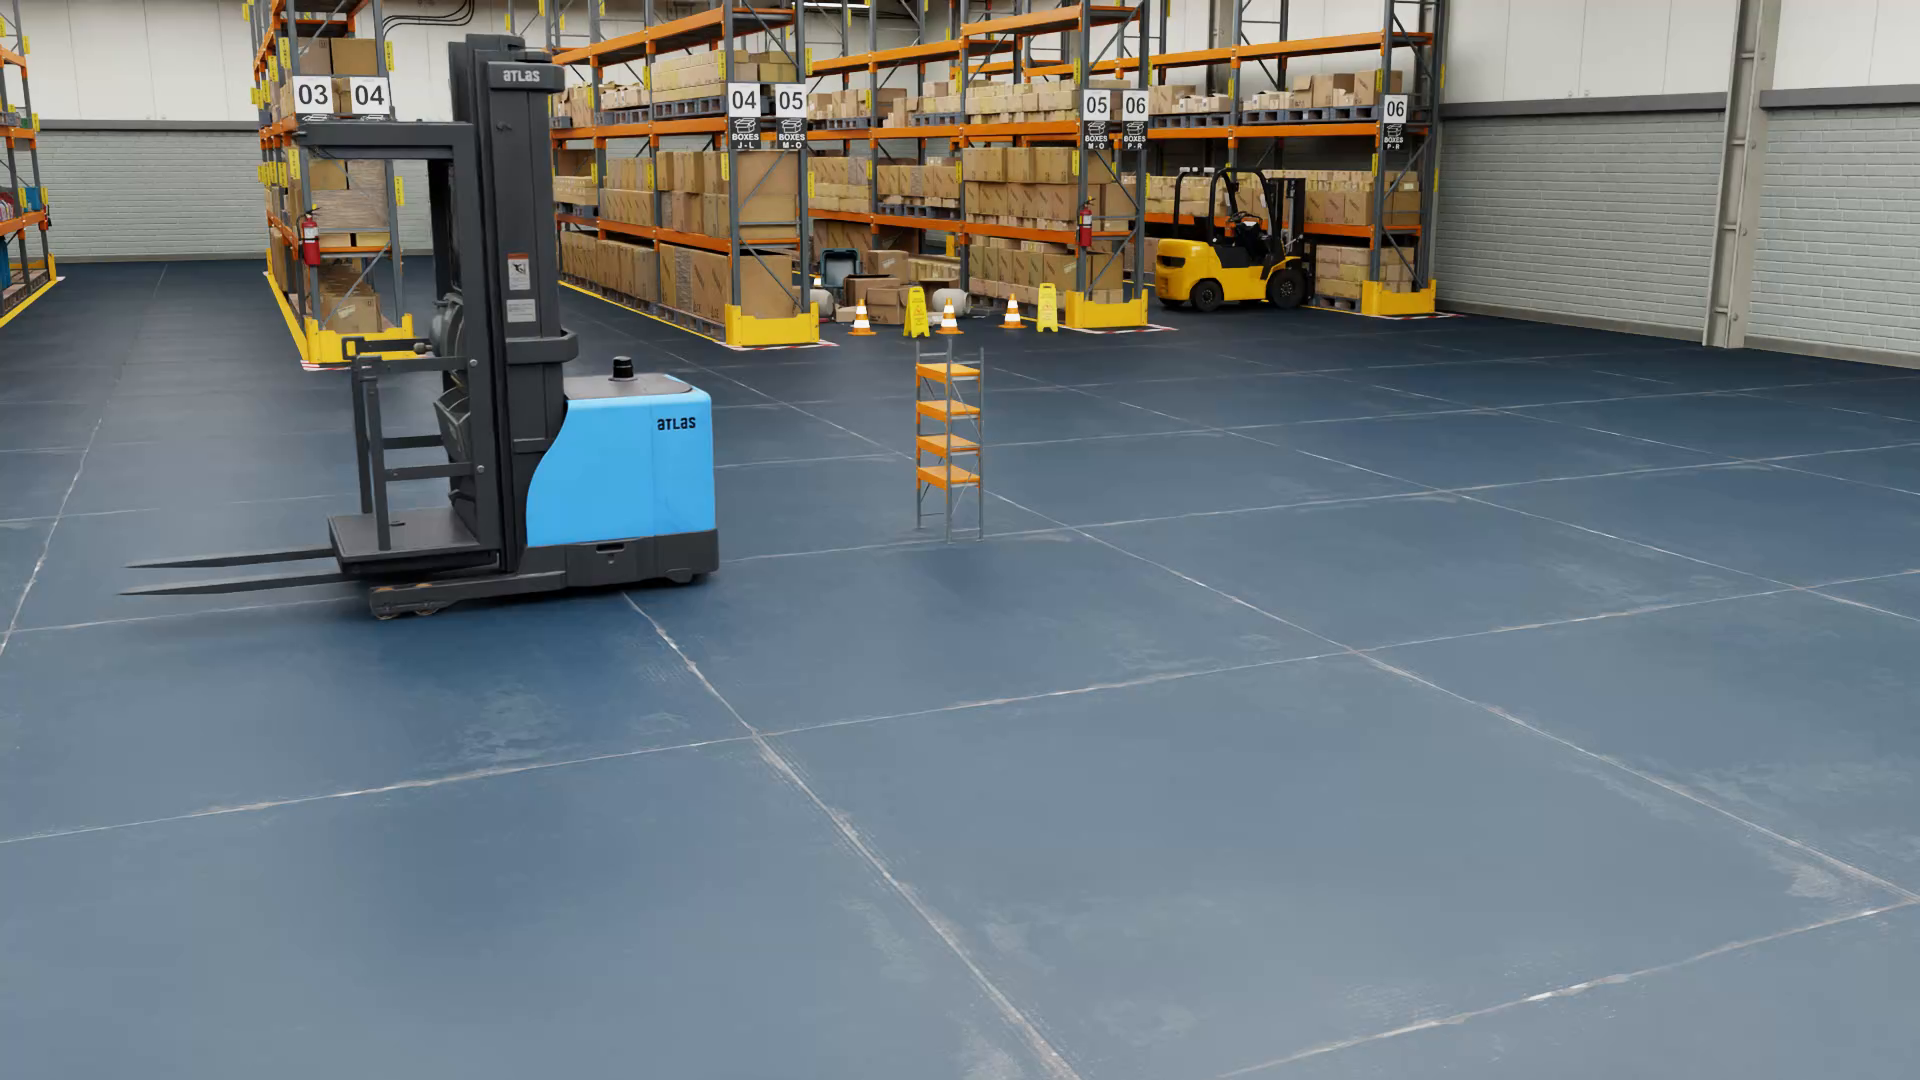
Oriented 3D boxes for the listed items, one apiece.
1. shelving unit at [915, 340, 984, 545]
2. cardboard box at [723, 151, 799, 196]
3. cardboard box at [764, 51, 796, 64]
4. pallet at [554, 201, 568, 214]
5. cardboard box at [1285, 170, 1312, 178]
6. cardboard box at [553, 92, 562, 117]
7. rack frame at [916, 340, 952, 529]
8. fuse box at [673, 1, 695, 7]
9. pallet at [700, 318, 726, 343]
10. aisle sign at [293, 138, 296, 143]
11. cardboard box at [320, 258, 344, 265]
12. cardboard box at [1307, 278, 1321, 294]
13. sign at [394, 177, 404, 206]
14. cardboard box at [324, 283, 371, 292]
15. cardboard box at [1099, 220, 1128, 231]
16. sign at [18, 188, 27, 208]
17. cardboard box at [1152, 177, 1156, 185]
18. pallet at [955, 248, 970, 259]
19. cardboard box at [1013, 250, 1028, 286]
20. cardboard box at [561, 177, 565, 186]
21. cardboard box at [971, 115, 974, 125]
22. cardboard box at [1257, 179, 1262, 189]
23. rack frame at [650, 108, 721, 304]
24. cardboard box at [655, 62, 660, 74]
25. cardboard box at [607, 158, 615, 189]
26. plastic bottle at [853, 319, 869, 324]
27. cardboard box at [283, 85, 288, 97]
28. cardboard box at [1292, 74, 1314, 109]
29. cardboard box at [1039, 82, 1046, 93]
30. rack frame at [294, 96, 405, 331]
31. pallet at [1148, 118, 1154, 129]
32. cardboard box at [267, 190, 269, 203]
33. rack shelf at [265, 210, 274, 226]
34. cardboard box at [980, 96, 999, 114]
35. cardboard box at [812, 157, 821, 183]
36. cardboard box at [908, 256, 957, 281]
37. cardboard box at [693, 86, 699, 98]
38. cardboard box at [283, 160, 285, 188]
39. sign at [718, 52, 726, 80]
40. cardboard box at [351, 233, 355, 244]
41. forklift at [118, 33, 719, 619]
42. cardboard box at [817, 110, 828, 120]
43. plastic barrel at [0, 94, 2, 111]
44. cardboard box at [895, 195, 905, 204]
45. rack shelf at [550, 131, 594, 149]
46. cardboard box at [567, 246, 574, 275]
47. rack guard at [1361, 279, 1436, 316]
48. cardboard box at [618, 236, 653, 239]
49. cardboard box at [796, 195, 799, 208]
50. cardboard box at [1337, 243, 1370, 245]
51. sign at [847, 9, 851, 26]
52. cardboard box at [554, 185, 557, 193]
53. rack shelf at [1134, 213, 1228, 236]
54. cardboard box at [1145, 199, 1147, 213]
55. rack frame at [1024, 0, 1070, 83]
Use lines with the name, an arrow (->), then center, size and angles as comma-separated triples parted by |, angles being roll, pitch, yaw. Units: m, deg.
shelving unit -> -0.066, -0.619, 10.382 | 0.258, 1.200, 0.503 | -6, 14, -23
cardboard box -> -2.517, -4.671, 21.173 | 0.875, 0.550, 0.550 | -6, 14, -23
cardboard box -> -2.246, -6.070, 20.929 | 0.380, 0.149, 0.250 | -5, 14, -22
pallet -> -7.038, -6.207, 30.960 | 1.003, 0.211, 1.213 | -6, 14, -23
cardboard box -> 5.480, -5.894, 26.862 | 0.380, 0.149, 0.250 | -6, 14, -23
cardboard box -> -7.160, -8.098, 30.900 | 0.700, 0.500, 0.500 | -6, 14, -23
rack frame -> -0.164, -0.669, 10.600 | 0.240, 1.200, 0.015 | -6, 14, -23
fuse box -> -6.819, -13.382, 41.135 | 0.513, 0.334, 0.176 | -6, 14, -23
pallet -> -2.796, -2.792, 21.963 | 1.003, 0.211, 1.213 | -6, 14, -23
aisle sign -> -13.152, -8.179, 33.291 | 0.394, 0.787, 0.004 | -6, 14, -23
cardboard box -> -9.676, -4.335, 25.353 | 0.500, 0.250, 0.500 | -4, 14, -17
cardboard box -> 5.777, -4.050, 26.385 | 0.500, 0.250, 0.500 | -5, 14, -22
sign -> -6.492, -4.036, 19.235 | 0.100, 0.325, 0.005 | -6, 14, -23
cardboard box -> -7.911, -3.053, 21.521 | 0.500, 0.500, 0.500 | -7, 15, -28
cardboard box -> 2.145, -4.426, 23.400 | 0.380, 0.149, 0.250 | -6, 14, -23
sign -> -15.830, -5.781, 28.081 | 0.100, 0.325, 0.005 | -6, 14, -23
cardboard box -> 3.770, -6.626, 30.687 | 0.380, 0.149, 0.250 | -5, 14, -22
pallet -> 0.579, -6.676, 38.746 | 1.003, 0.211, 1.213 | -6, 14, -23
cardboard box -> 1.123, -4.045, 24.697 | 0.500, 0.500, 0.500 | -6, 14, -24
cardboard box -> -6.956, -6.453, 29.907 | 0.380, 0.149, 0.250 | -5, 14, -21
cardboard box -> 0.388, -6.538, 25.871 | 0.380, 0.149, 0.250 | -6, 14, -24
cardboard box -> 5.157, -5.906, 27.575 | 0.380, 0.149, 0.250 | -6, 14, -23
rack frame -> -4.006, -4.818, 24.536 | 1.000, 3.000, 0.127 | -6, 14, -23
cardboard box -> -4.069, -6.641, 23.393 | 0.380, 0.149, 0.250 | -6, 14, -23
cardboard box -> -5.438, -6.087, 27.578 | 0.700, 0.500, 0.500 | -6, 14, -23
plastic bottle -> -1.433, -3.108, 23.661 | 0.133, 0.061, 0.283 | -12, 18, -42
cardboard box -> -8.321, -5.662, 20.979 | 0.380, 0.149, 0.250 | -6, 14, -24
cardboard box -> 5.719, -7.088, 26.310 | 0.797, 0.503, 0.637 | -5, 14, -21
cardboard box -> 1.352, -6.447, 23.708 | 0.380, 0.149, 0.250 | -6, 14, -23
rack frame -> -6.989, -3.565, 19.120 | 1.000, 3.000, 0.127 | -6, 14, -23
pallet -> 3.787, -7.799, 31.182 | 1.213, 0.211, 1.003 | -5, 14, -20
cardboard box -> -12.827, -6.501, 31.477 | 0.500, 0.250, 0.500 | -6, 14, -24
rack shelf -> -12.597, -6.107, 31.699 | 1.077, 0.370, 4.000 | -6, 14, -23
cardboard box -> 0.629, -6.598, 25.247 | 0.500, 0.250, 0.500 | -6, 14, -23
cardboard box -> -2.574, -7.256, 32.627 | 0.500, 0.500, 0.500 | -6, 14, -23
cardboard box -> -0.594, -4.768, 29.214 | 0.950, 0.372, 0.625 | -6, 14, -24
cardboard box -> -3.256, -5.833, 21.671 | 0.380, 0.149, 0.250 | -6, 14, -24
cardboard box -> -11.005, -6.181, 27.975 | 0.797, 0.503, 0.637 | -5, 14, -21
sign -> -2.907, -5.800, 20.337 | 0.100, 0.325, 0.005 | -6, 14, -23
cardboard box -> -7.173, -3.679, 20.171 | 0.380, 0.149, 0.250 | -6, 14, -23
forklift -> -2.918, -1.152, 8.848 | 3.031, 2.935, 1.130 | -6, 14, -23
cardboard box -> -2.530, -8.198, 32.074 | 0.380, 0.166, 0.250 | -7, 15, -27
plastic barrel -> -15.783, -7.184, 26.757 | 0.600, 0.588, 0.600 | 0, 13, 0
cardboard box -> -0.913, -5.930, 28.966 | 0.380, 0.149, 0.250 | -6, 14, -23
rack shelf -> -8.012, -7.995, 33.206 | 1.077, 0.370, 4.000 | -6, 14, -23
cardboard box -> -6.945, -5.172, 30.678 | 0.500, 0.500, 0.500 | -5, 14, -20
rack guard -> 6.647, -3.686, 25.189 | 1.175, 0.500, 0.348 | -6, 14, -23
cardboard box -> -5.663, -5.161, 28.967 | 0.500, 0.250, 0.500 | -6, 14, -26
cardboard box -> -3.136, -7.061, 34.003 | 0.500, 0.500, 0.500 | -5, 14, -22
cardboard box -> 6.224, -4.585, 26.476 | 0.500, 0.250, 0.500 | -6, 14, -23
sign -> -2.224, -10.407, 33.132 | 0.100, 0.325, 0.005 | -6, 14, -23
cardboard box -> -7.265, -6.469, 30.633 | 0.380, 0.149, 0.250 | -5, 14, -22
rack shelf -> 4.234, -5.798, 30.365 | 1.077, 0.370, 4.000 | -6, 14, -23
cardboard box -> 3.584, -6.271, 31.144 | 0.500, 0.250, 0.500 | -6, 14, -24
rack frame -> 1.831, -10.311, 34.964 | 1.000, 3.000, 0.127 | -6, 14, -23
